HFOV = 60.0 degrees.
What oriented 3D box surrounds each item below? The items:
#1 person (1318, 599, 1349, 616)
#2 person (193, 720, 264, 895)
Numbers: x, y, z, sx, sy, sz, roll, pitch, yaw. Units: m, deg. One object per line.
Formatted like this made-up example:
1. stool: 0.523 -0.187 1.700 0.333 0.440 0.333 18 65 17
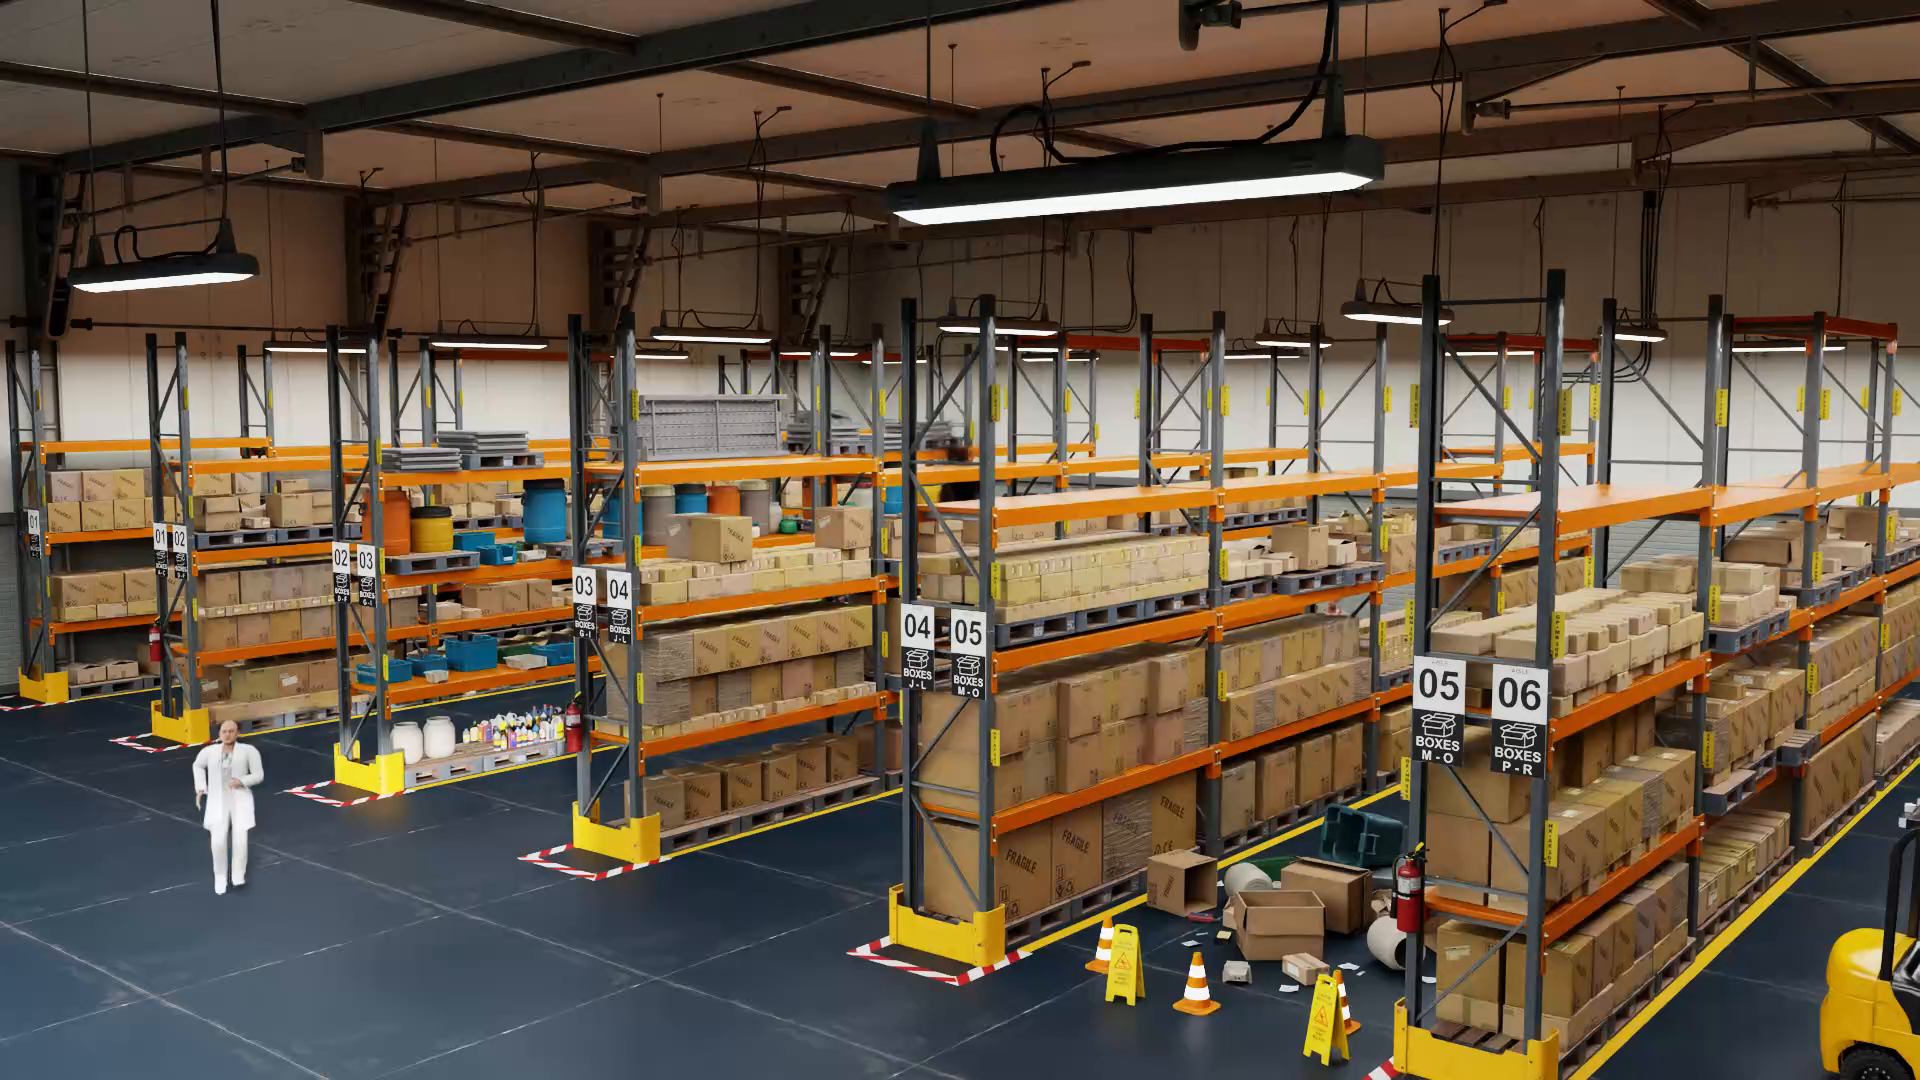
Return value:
1. person: 6.292 1.770 28.114 0.655 1.762 0.822 3 6 27
2. person: -7.517 2.745 17.105 0.685 1.776 0.755 -2 6 -21
